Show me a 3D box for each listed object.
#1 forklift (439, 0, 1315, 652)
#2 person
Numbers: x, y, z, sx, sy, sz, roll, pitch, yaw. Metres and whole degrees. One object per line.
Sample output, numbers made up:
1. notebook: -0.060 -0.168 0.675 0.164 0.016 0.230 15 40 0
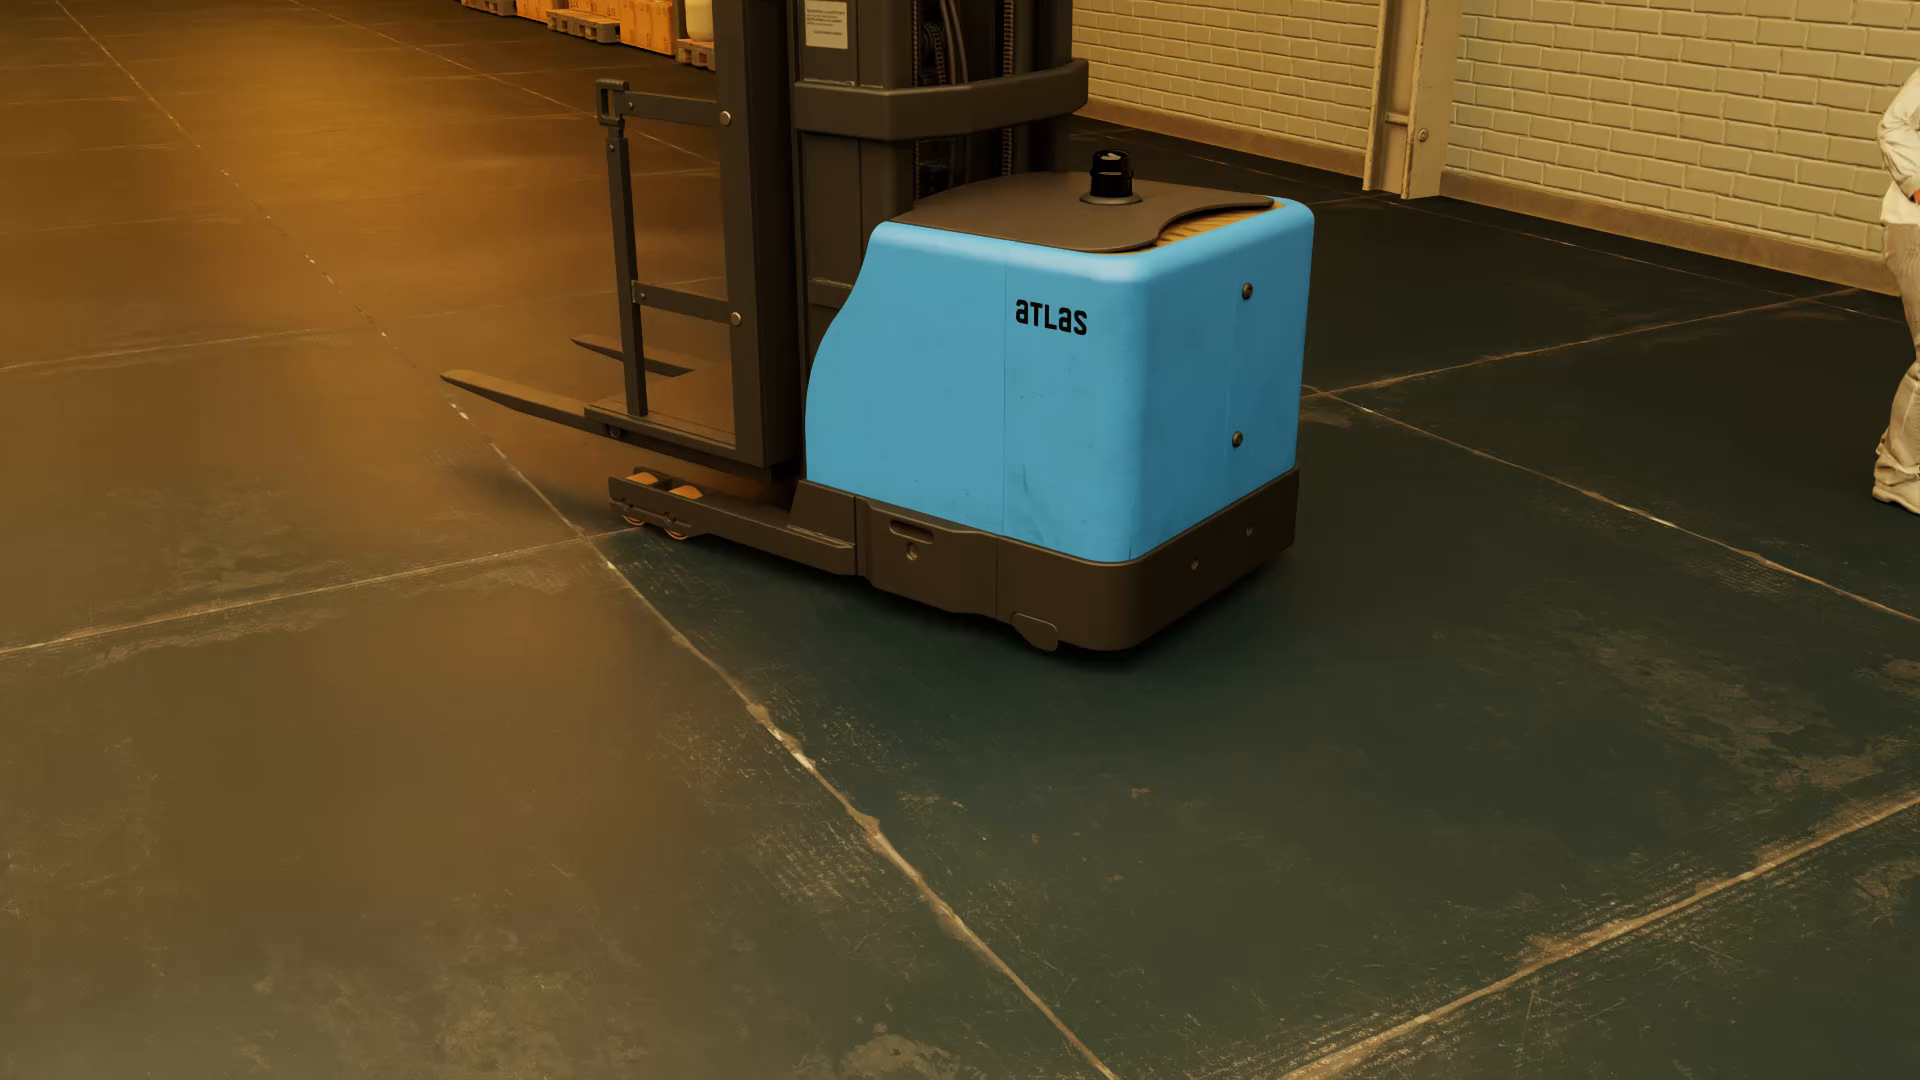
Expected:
1. forklift: -0.481 -1.497 4.922 3.031 2.935 1.130 16 27 34
2. person: 3.216 -0.958 5.194 0.728 1.740 0.515 -8 24 -18
